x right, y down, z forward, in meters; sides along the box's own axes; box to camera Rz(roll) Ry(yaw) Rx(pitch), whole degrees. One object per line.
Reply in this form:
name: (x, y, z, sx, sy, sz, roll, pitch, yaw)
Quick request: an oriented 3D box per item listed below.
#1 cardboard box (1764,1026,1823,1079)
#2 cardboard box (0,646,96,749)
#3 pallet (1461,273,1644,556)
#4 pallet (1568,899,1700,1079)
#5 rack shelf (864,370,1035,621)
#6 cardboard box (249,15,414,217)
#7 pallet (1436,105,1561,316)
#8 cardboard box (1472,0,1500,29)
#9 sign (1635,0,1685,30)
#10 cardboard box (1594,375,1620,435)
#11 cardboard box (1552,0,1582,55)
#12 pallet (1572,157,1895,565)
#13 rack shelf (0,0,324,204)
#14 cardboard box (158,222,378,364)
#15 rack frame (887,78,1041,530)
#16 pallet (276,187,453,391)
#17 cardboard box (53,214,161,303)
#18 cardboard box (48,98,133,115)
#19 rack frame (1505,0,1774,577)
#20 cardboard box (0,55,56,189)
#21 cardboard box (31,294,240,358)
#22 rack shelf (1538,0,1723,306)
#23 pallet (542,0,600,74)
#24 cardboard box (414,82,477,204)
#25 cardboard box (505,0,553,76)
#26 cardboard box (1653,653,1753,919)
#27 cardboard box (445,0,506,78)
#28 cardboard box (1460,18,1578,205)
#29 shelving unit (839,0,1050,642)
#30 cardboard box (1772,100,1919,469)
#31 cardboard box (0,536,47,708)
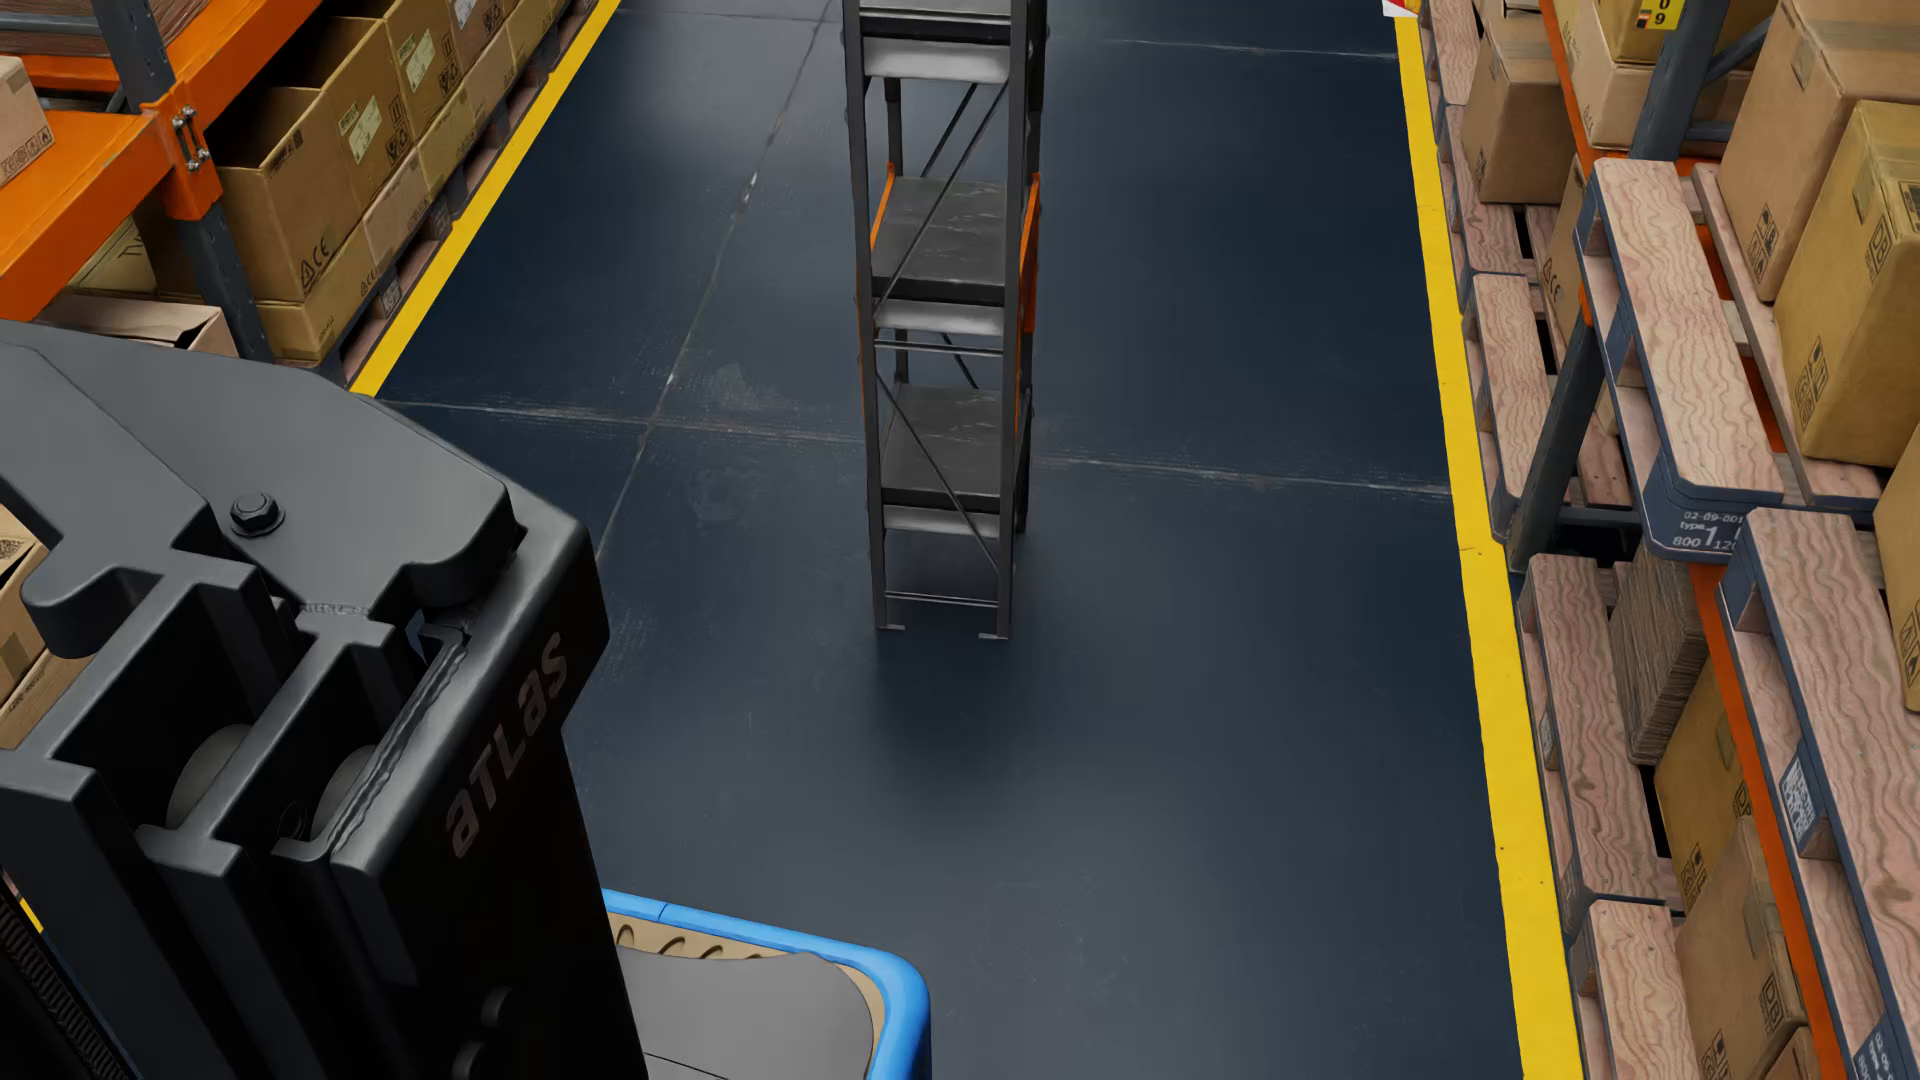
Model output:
cardboard box: (1.935, 1.318, 3.174, 0.700, 0.500, 0.500, 5, 44, 5)
cardboard box: (-2.614, 0.422, 4.318, 0.500, 0.250, 0.500, 6, 44, 6)
pallet: (2.253, -0.427, 5.548, 1.003, 0.211, 1.213, 5, 44, 6)
pallet: (1.939, 1.398, 3.620, 1.003, 0.211, 1.213, 5, 44, 6)
rack shelf: (-0.022, -0.131, 4.900, 0.431, 0.518, 0.480, 5, 44, 6)
cardboard box: (-2.281, -1.482, 5.783, 0.500, 0.500, 0.500, 5, 44, 6)
pallet: (2.412, -1.261, 6.428, 1.003, 0.211, 1.213, 5, 44, 6)
cardboard box: (2.548, -2.425, 7.265, 0.500, 0.311, 0.500, 1, 43, 1)
sign: (1.661, -1.337, 3.851, 0.100, 0.325, 0.005, 5, 44, 6)
cardboard box: (2.241, -0.477, 5.313, 0.380, 0.166, 0.250, 0, 43, 0)
cardboard box: (2.036, -1.621, 4.875, 0.500, 0.250, 0.500, 5, 44, 6)
pallet: (1.954, -0.402, 3.632, 1.003, 0.211, 1.213, 5, 44, 6)
rack shelf: (-2.447, -2.528, 6.262, 1.077, 0.370, 4.000, 5, 44, 6)
cardboard box: (-2.349, -0.869, 5.681, 0.500, 0.250, 0.500, 5, 44, 6)
rack frame: (0.010, -0.816, 4.585, 0.400, 2.100, 0.015, 5, 44, 6)
pallet: (-2.564, -0.952, 6.102, 1.003, 0.211, 1.213, 5, 44, 6)
cardboard box: (-2.866, -0.917, 5.731, 0.500, 0.250, 0.500, 5, 44, 6)
cardboard box: (-2.789, -1.529, 5.832, 0.500, 0.500, 0.500, 5, 44, 6)
rack frame: (2.200, -0.979, 4.102, 1.000, 3.000, 0.127, 5, 44, 6)
cardboard box: (-2.733, -1.033, 4.268, 0.500, 0.250, 0.500, 8, 44, 8)
cardboard box: (-2.480, -0.482, 4.864, 0.500, 0.311, 0.500, 5, 44, 6)
rack shelf: (2.464, -2.081, 5.789, 1.077, 0.370, 4.000, 5, 44, 6)
pallet: (-2.242, -2.615, 7.858, 1.003, 0.211, 1.213, 5, 44, 6)
cardboard box: (-2.207, -1.550, 6.399, 0.500, 0.250, 0.500, 5, 44, 6)
cardboard box: (-2.079, -2.232, 7.120, 0.500, 0.250, 0.500, 5, 44, 6)
cardboard box: (2.100, 0.629, 3.902, 0.700, 0.500, 0.500, 4, 44, 5)
cardboard box: (-2.143, -2.163, 6.502, 0.500, 0.500, 0.500, 5, 44, 6)
cardboard box: (2.326, -1.610, 6.266, 0.700, 0.500, 0.500, 3, 44, 3)
shelving unit: (-0.022, -0.650, 4.409, 0.431, 2.100, 0.503, 5, 44, 6)
cardboard box: (2.018, -0.451, 3.152, 0.700, 0.500, 0.500, 9, 44, 10)
cardboard box: (-2.611, 0.213, 4.130, 0.500, 0.311, 0.500, 5, 44, 5)
